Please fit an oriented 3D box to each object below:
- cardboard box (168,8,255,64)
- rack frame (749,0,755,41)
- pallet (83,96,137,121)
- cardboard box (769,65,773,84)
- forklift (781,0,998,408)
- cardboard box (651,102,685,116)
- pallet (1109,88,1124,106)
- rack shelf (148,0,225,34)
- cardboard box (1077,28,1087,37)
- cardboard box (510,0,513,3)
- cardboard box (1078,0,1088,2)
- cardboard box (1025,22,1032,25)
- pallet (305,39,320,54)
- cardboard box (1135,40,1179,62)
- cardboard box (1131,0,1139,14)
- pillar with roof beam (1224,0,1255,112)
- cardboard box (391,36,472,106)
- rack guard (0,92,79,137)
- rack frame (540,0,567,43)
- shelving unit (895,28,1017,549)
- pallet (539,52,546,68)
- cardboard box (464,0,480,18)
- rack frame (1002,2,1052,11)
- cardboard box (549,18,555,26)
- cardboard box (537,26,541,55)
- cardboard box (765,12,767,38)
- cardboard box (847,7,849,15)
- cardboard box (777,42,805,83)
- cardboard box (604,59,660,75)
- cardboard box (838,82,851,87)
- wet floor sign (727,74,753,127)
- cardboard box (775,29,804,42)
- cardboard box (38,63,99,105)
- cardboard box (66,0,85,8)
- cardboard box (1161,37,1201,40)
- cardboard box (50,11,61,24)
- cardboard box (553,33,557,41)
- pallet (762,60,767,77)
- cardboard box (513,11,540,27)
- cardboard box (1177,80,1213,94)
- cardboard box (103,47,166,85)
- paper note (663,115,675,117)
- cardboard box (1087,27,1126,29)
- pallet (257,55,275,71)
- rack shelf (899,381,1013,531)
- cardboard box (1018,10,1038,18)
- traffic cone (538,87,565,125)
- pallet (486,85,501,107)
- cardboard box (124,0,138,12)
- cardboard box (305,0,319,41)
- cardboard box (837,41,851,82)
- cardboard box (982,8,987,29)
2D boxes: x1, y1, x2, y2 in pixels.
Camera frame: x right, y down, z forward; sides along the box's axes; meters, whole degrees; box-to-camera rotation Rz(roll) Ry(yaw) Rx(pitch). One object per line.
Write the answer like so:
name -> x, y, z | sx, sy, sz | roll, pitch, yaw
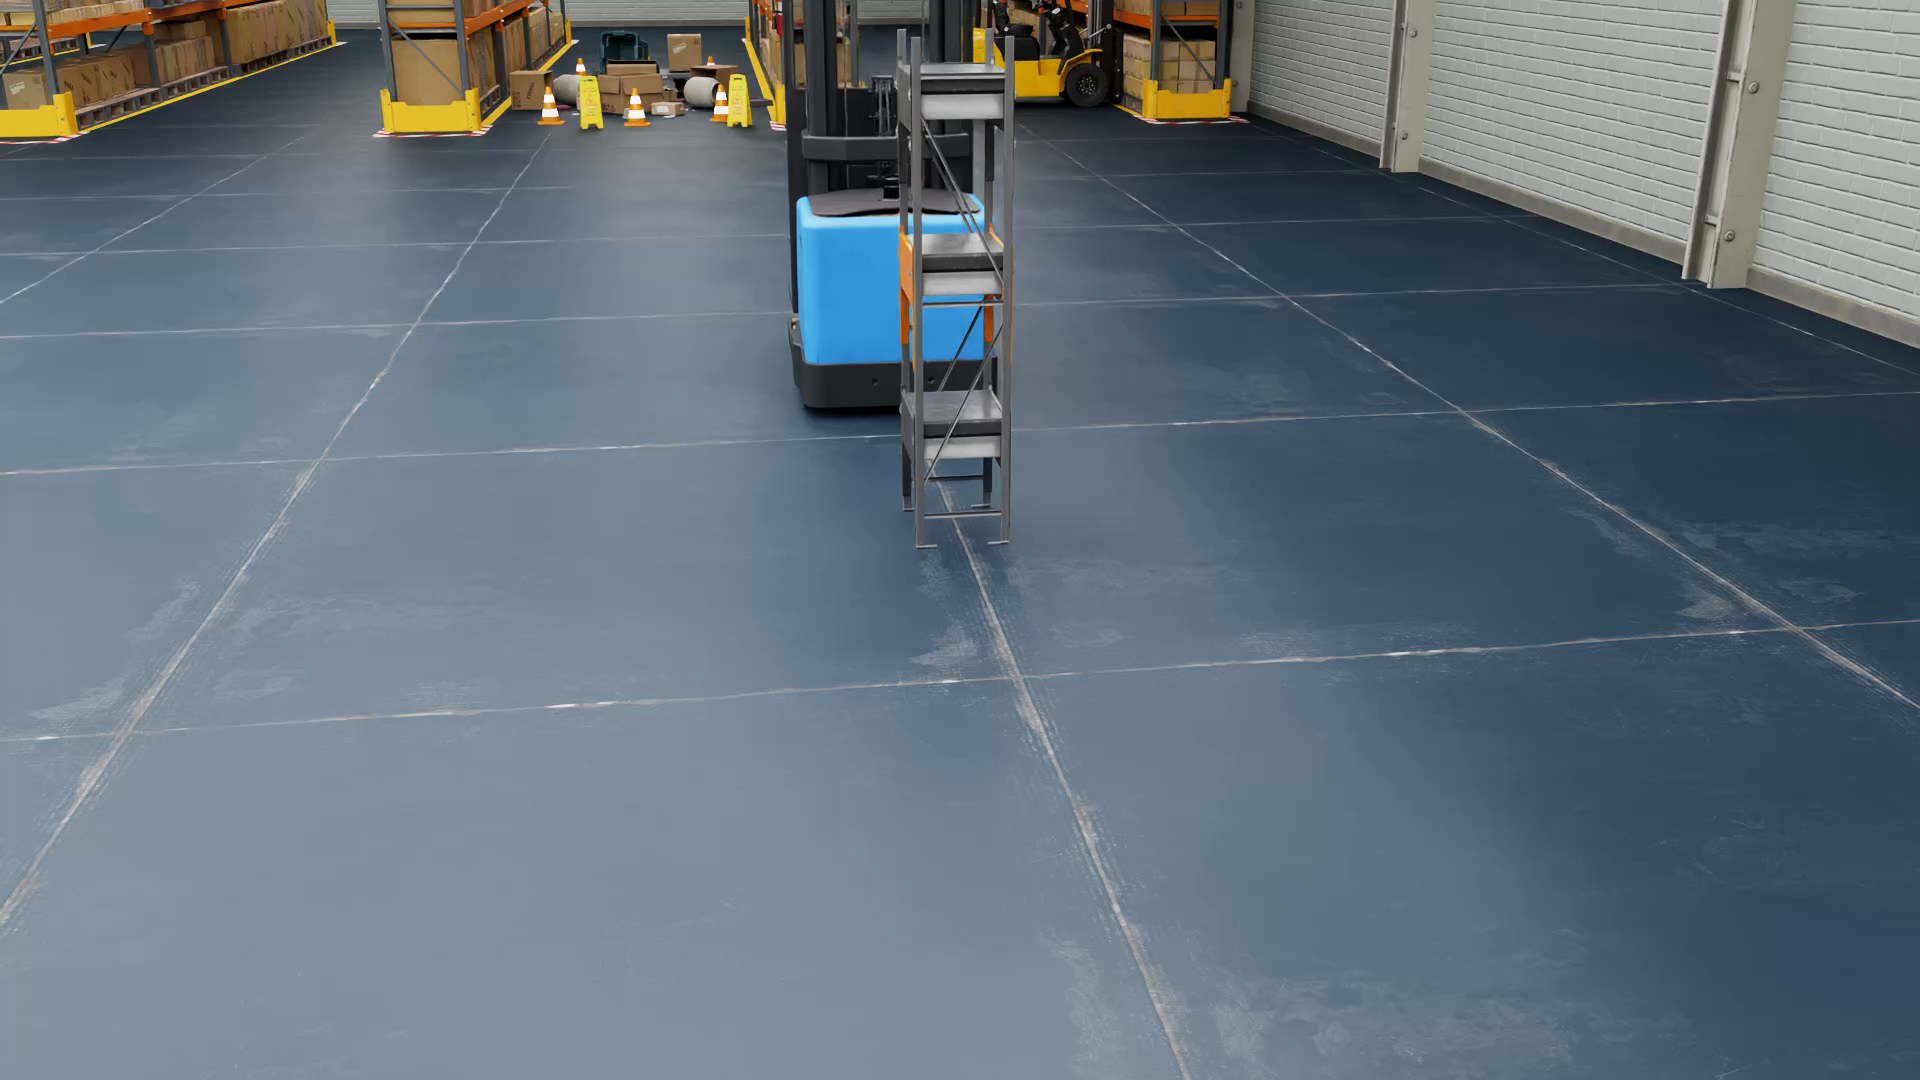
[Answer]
cardboard box -> -12.875, -8.642, 28.503 | 1.225, 0.875, 0.875 | -4, 21, -10
rack frame -> -4.143, -12.470, 36.317 | 1.000, 3.000, 0.127 | -3, 21, -8
pallet -> -11.909, -5.855, 22.591 | 1.003, 0.211, 1.213 | -3, 21, -8
cardboard box -> -2.595, -7.006, 25.017 | 0.500, 0.250, 0.500 | -4, 21, -10
forklift -> -0.499, -2.555, 9.867 | 1.130, 2.935, 3.031 | -3, 21, -7
cardboard box -> -4.024, -5.947, 22.925 | 0.380, 0.149, 0.250 | 8, 22, 20
pallet -> 2.750, -6.560, 24.478 | 1.003, 0.211, 1.213 | -3, 21, -8
rack shelf -> -12.508, -8.171, 25.834 | 1.077, 0.370, 4.000 | -3, 21, -8
cardboard box -> 2.307, -8.100, 27.411 | 0.875, 0.625, 0.625 | -3, 21, -8
cardboard box -> -7.250, -8.621, 25.869 | 0.500, 0.500, 0.500 | -3, 21, -8
cardboard box -> 2.167, -8.658, 26.324 | 0.500, 0.250, 0.500 | -2, 21, -7
cardboard box -> 1.508, -9.468, 31.251 | 0.500, 0.500, 0.500 | -2, 21, -5
pallet -> -13.584, -9.970, 33.607 | 1.003, 0.211, 1.213 | -3, 21, -8
cardboard box -> 2.700, -6.703, 22.776 | 0.500, 0.250, 0.500 | -2, 21, -6
cardboard box -> 2.678, -7.566, 23.044 | 0.500, 0.500, 0.500 | -2, 21, -6
pillar with roof beam -> -0.394, -10.062, 21.294 | 9.100, 9.000, 0.400 | -3, 21, -8
cardboard box -> -6.884, -6.079, 21.640 | 0.875, 0.875, 0.875 | -3, 21, -7
rack guard -> -11.654, -5.286, 20.654 | 1.175, 0.500, 0.348 | -3, 21, -8
rack frame -> -9.027, -12.185, 35.555 | 1.000, 3.000, 0.127 | -3, 21, -8
shelving unit -> -0.024, -1.041, 7.002 | 0.431, 2.100, 0.503 | -3, 21, -8
pallet -> -8.157, -8.801, 30.479 | 1.003, 0.211, 1.213 | -3, 21, -8
cardboard box -> -6.876, -7.232, 22.077 | 0.875, 0.550, 0.550 | -3, 21, -8
rack frame -> 1.345, -11.337, 33.282 | 1.000, 3.000, 0.127 | -3, 21, -8
cardboard box -> -8.377, -10.435, 33.492 | 0.380, 0.149, 0.250 | -2, 21, -7
cardboard box -> -7.878, -9.050, 30.133 | 0.500, 0.500, 0.500 | -3, 21, -9
cardboard box -> -3.132, -9.454, 30.678 | 0.875, 0.875, 0.875 | -3, 21, -7
cardboard box -> -1.689, -7.123, 22.360 | 0.380, 0.149, 0.250 | -4, 21, -9
cardboard box -> -2.210, -6.455, 22.468 | 0.500, 0.500, 0.500 | -3, 21, -7
cardboard box -> -4.738, -6.628, 24.050 | 0.797, 0.637, 0.503 | -3, 21, -8
cardboard box -> -1.679, -6.132, 22.677 | 0.500, 0.250, 0.500 | -3, 21, -8
wet floor sign -> -2.868, -5.708, 21.576 | 0.267, 0.644, 0.232 | 4, 21, 11
cardboard box -> -2.330, -6.882, 22.686 | 0.380, 0.149, 0.250 | -2, 21, -6
cardboard box -> -11.908, -6.096, 22.224 | 0.500, 0.500, 0.500 | -1, 21, -3
cardboard box -> -11.915, -7.151, 21.507 | 0.875, 0.500, 0.500 | -3, 21, -8
cardboard box -> 3.117, -6.908, 23.325 | 0.500, 0.250, 0.500 | -3, 21, -8
cardboard box -> -11.465, -6.511, 20.721 | 0.380, 0.149, 0.250 | -3, 21, -8
cardboard box -> -8.412, -10.251, 33.850 | 0.380, 0.149, 0.250 | -3, 21, -9
pallet -> -2.879, -8.123, 28.664 | 1.003, 0.211, 1.213 | -3, 21, -8
cardboard box -> -7.865, -9.391, 29.974 | 0.500, 0.250, 0.500 | -3, 21, -7
cardboard box -> 3.197, -6.271, 23.048 | 0.500, 0.250, 0.500 | -3, 21, -8
cardboard box -> -12.287, -7.064, 24.787 | 0.700, 0.500, 0.500 | -5, 21, -12
paper note -> -3.943, -5.766, 22.612 | 0.148, 0.019, 0.142 | -11, 23, -26
cardboard box -> 2.257, -7.761, 25.608 | 0.500, 0.250, 0.500 | -3, 21, -9
pallet -> -13.008, -8.592, 29.920 | 1.003, 0.211, 1.213 | -3, 21, -8
rack shelf -> -0.024, -0.372, 7.252 | 0.431, 0.518, 0.480 | -3, 21, -8
cardboard box -> 1.351, -10.254, 32.429 | 0.380, 0.149, 0.250 | -3, 21, -9
traffic cone -> -5.392, -5.713, 21.850 | 0.336, 0.463, 0.334 | -3, 21, -8
pallet -> -7.265, -6.457, 24.203 | 1.003, 0.211, 1.213 | -3, 21, -8
cardboard box -> -11.871, -7.551, 23.506 | 0.380, 0.149, 0.250 | -3, 21, -8
cardboard box -> -13.647, -10.639, 33.851 | 0.875, 0.875, 0.875 | -3, 21, -8
cardboard box -> -1.683, -6.492, 22.568 | 0.500, 0.500, 0.500 | -4, 21, -10
cardboard box -> 0.847, -11.233, 35.977 | 0.700, 0.500, 0.500 | -2, 21, -6
